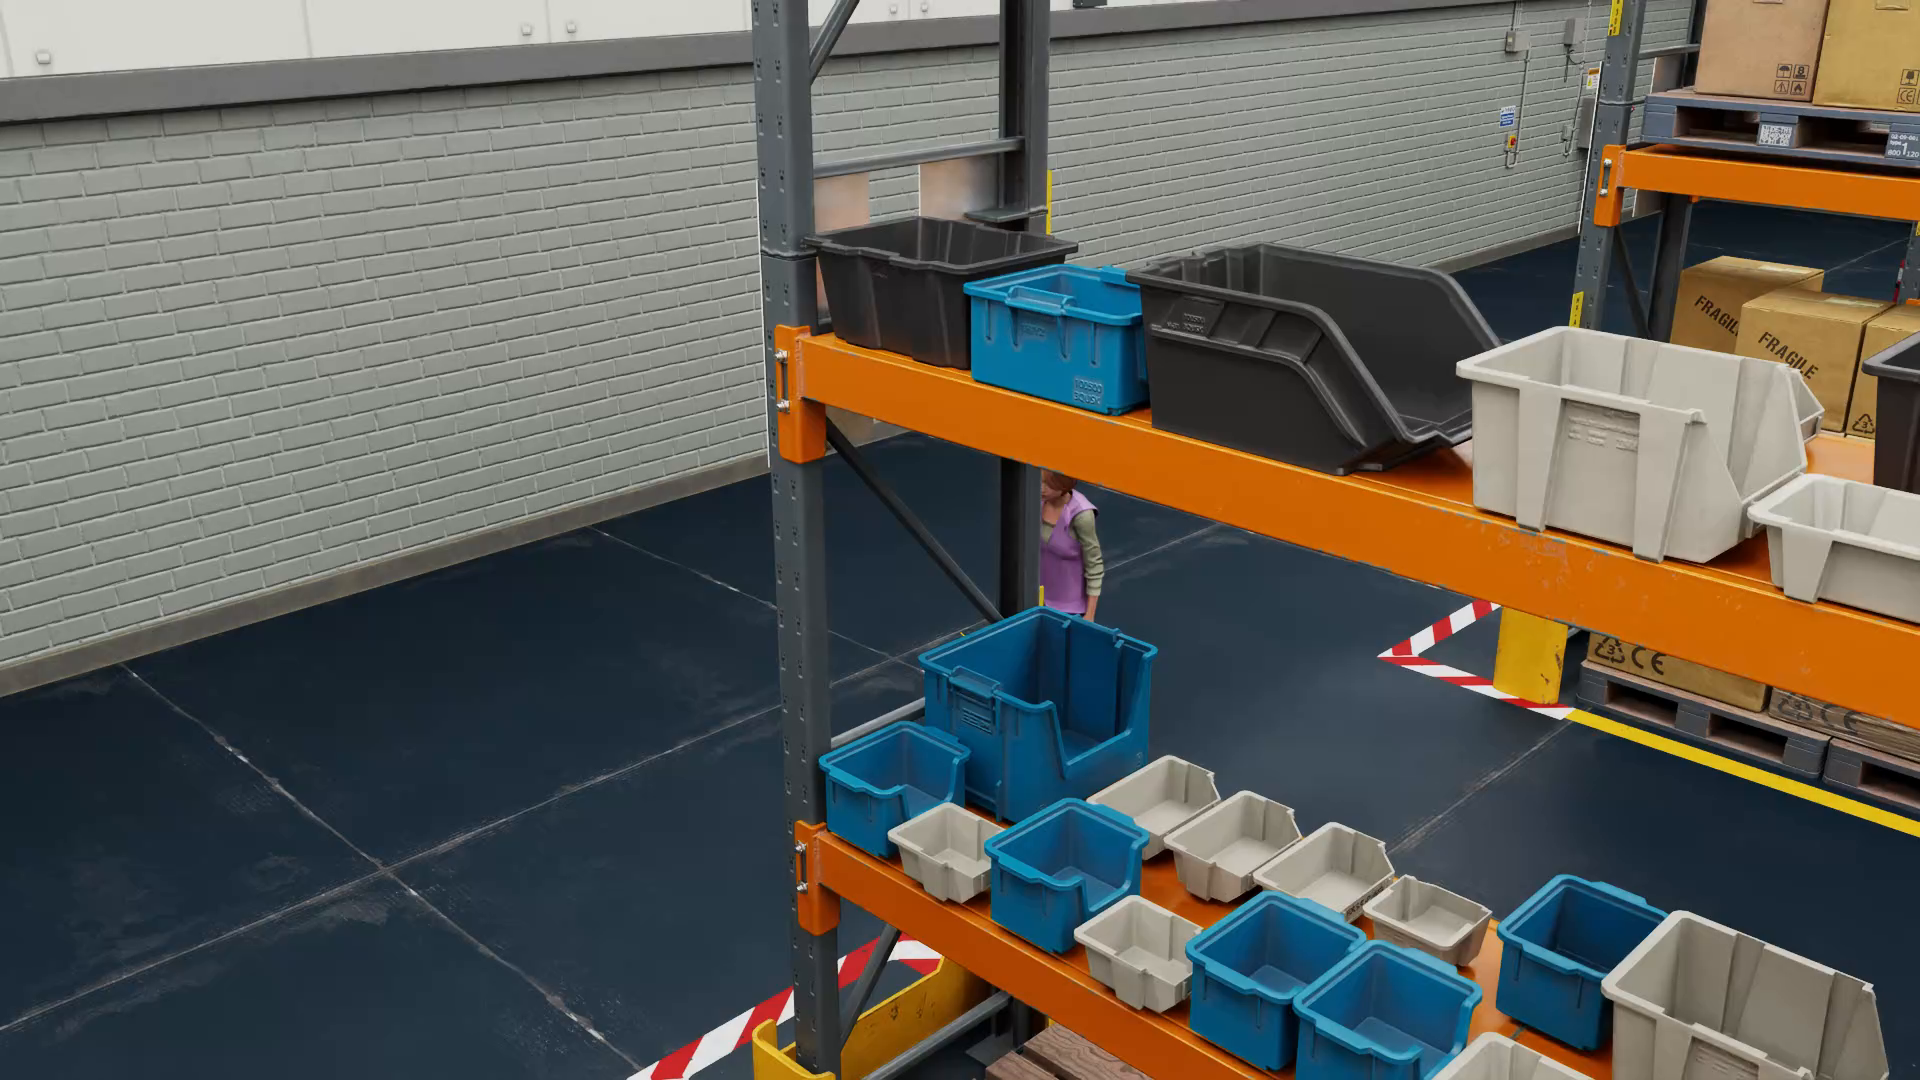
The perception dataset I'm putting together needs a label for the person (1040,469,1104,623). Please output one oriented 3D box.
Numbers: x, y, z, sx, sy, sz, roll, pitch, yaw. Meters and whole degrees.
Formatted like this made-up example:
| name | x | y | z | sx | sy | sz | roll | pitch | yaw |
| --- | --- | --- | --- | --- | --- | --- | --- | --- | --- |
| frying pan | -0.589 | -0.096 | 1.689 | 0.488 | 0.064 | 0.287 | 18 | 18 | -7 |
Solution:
| name | x | y | z | sx | sy | sz | roll | pitch | yaw |
| --- | --- | --- | --- | --- | --- | --- | --- | --- | --- |
| person | 0.447 | 0.316 | 7.772 | 0.480 | 1.591 | 0.346 | 17 | 27 | 38 |
